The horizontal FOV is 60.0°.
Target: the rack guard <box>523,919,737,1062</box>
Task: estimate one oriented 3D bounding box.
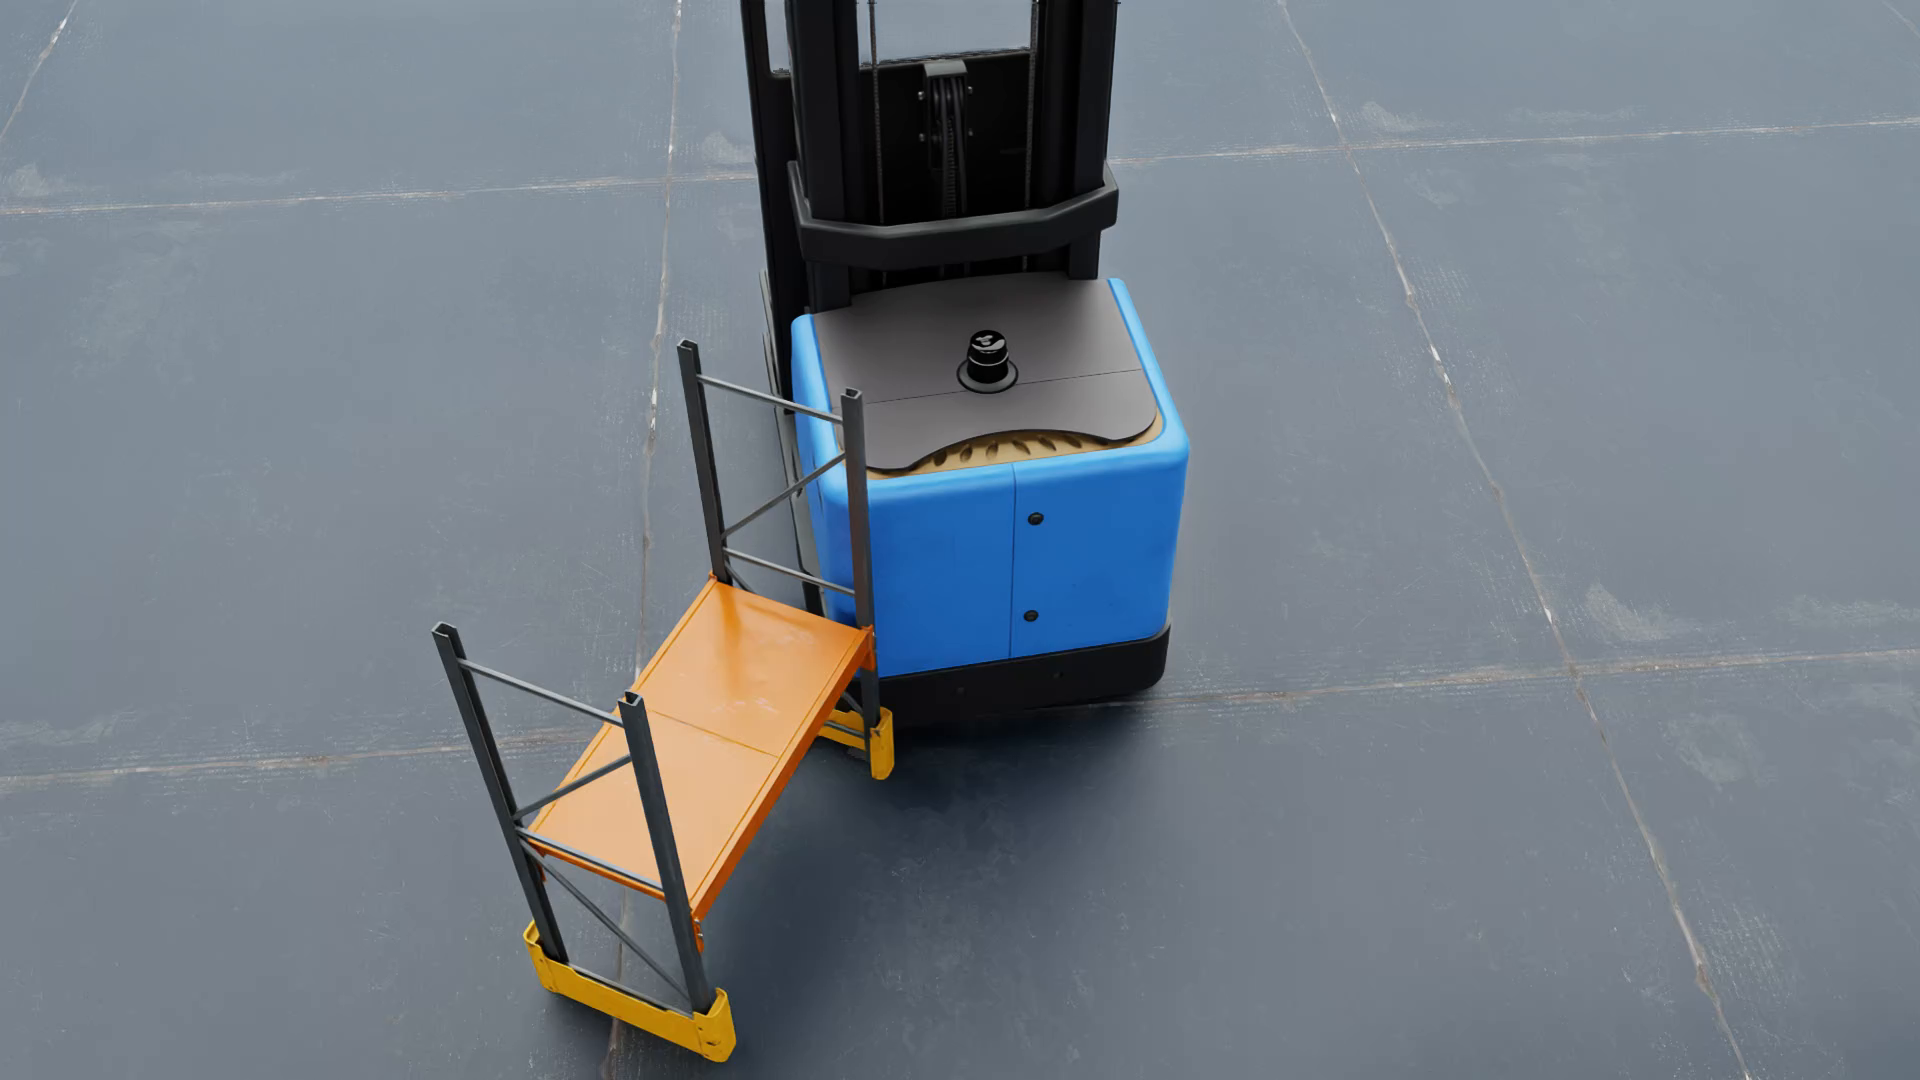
[{"bbox_3d":[-0.880,1.199,4.443,0.587,0.250,0.087,18,49,16],"label":"rack guard"}]

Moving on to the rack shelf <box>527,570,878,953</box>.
[{"bbox_3d":[-0.676,0.555,4.439,0.538,0.185,1.000,18,49,16],"label":"rack shelf"}]

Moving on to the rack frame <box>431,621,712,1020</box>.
[{"bbox_3d":[-0.880,0.770,3.988,0.500,1.500,0.032,18,49,16],"label":"rack frame"}]

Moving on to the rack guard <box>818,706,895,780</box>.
[{"bbox_3d":[-0.479,0.536,5.070,0.587,0.250,0.087,18,49,16],"label":"rack guard"}]

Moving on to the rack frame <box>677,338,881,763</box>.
[{"bbox_3d":[-0.472,0.094,4.628,0.500,1.500,0.032,18,49,16],"label":"rack frame"}]

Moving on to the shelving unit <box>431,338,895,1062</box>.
[{"bbox_3d":[-0.680,0.438,4.303,0.587,1.500,1.083,18,49,16],"label":"shelving unit"}]

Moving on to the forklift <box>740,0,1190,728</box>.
[{"bbox_3d":[-0.131,-1.509,5.161,1.130,2.935,3.031,-8,47,-7],"label":"forklift"}]
